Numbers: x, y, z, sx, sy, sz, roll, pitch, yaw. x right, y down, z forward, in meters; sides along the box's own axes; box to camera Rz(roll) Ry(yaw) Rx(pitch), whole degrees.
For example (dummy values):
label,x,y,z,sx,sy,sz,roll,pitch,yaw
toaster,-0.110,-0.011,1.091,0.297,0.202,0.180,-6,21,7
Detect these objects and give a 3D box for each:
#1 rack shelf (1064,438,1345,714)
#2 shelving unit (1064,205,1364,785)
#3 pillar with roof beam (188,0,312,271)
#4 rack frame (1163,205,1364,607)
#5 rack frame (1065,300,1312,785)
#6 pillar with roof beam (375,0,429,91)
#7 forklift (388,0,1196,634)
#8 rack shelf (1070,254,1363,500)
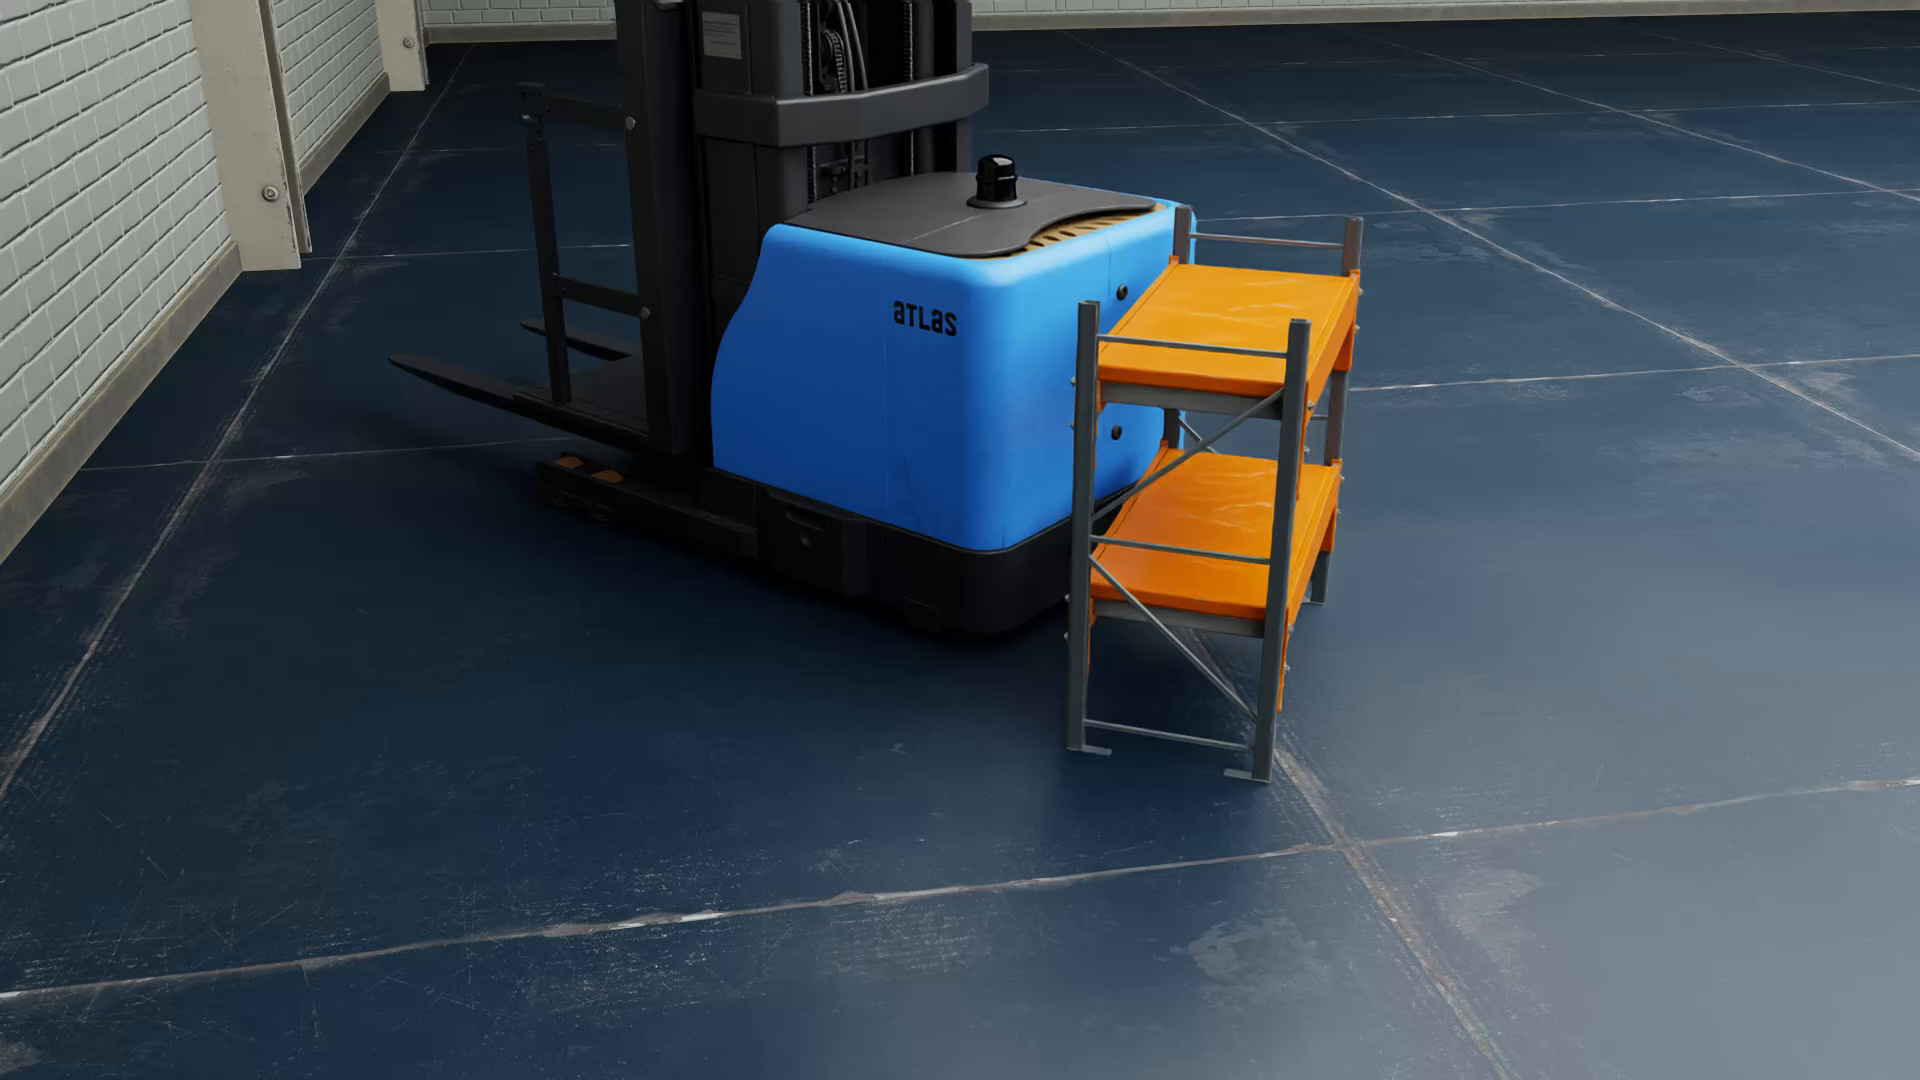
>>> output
label,x,y,z,sx,sy,sz,roll,pitch,yaw
rack shelf,0.661,0.057,4.326,0.538,0.278,1.000,8,25,17
shelving unit,0.661,-0.168,4.228,0.538,1.125,1.048,8,25,17
pillar with roof beam,0.712,-5.877,7.464,9.100,9.000,0.400,-4,24,-10
rack frame,0.824,-0.360,4.670,0.500,1.125,0.032,8,25,17
rack frame,0.499,0.025,3.787,0.500,1.125,0.032,8,25,17
pillar with roof beam,-0.398,-8.237,12.867,9.100,9.000,0.400,-4,24,-10
forklift,-0.769,-1.549,5.134,3.031,2.935,1.130,18,29,35
rack shelf,0.661,-0.436,4.111,0.538,0.278,1.000,8,25,17
